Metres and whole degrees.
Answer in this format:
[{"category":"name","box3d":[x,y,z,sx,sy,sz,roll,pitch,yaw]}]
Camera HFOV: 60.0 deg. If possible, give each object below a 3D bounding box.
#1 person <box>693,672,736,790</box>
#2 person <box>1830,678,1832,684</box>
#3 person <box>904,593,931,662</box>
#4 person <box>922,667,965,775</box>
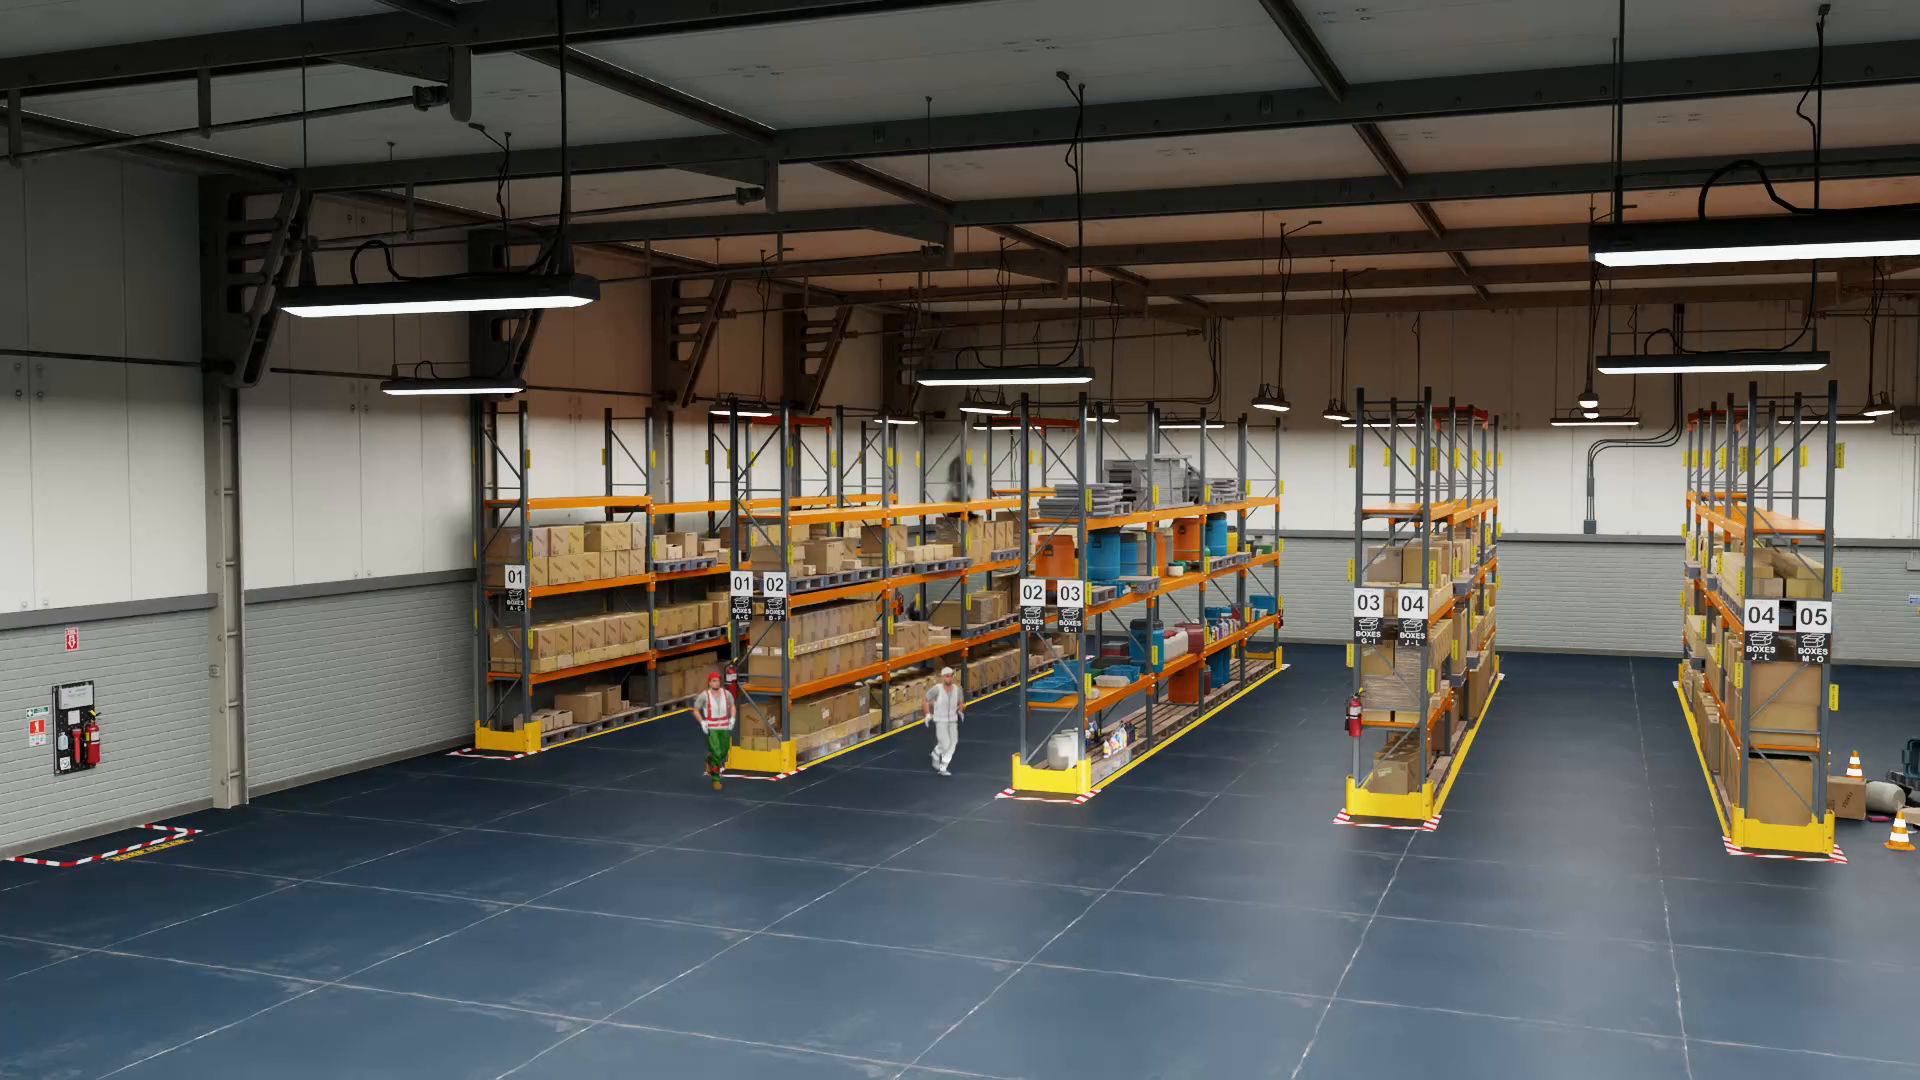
[{"category":"person","box3d":[-3.768,2.893,25.480,0.673,1.779,0.699,-2,3,-29]},{"category":"person","box3d":[18.998,2.397,36.877,0.663,1.611,0.552,0,3,3]},{"category":"person","box3d":[-1.073,2.165,41.080,0.649,1.691,0.605,1,3,14]},{"category":"person","box3d":[-0.219,2.860,26.125,0.670,1.732,0.632,-1,3,-25]}]
